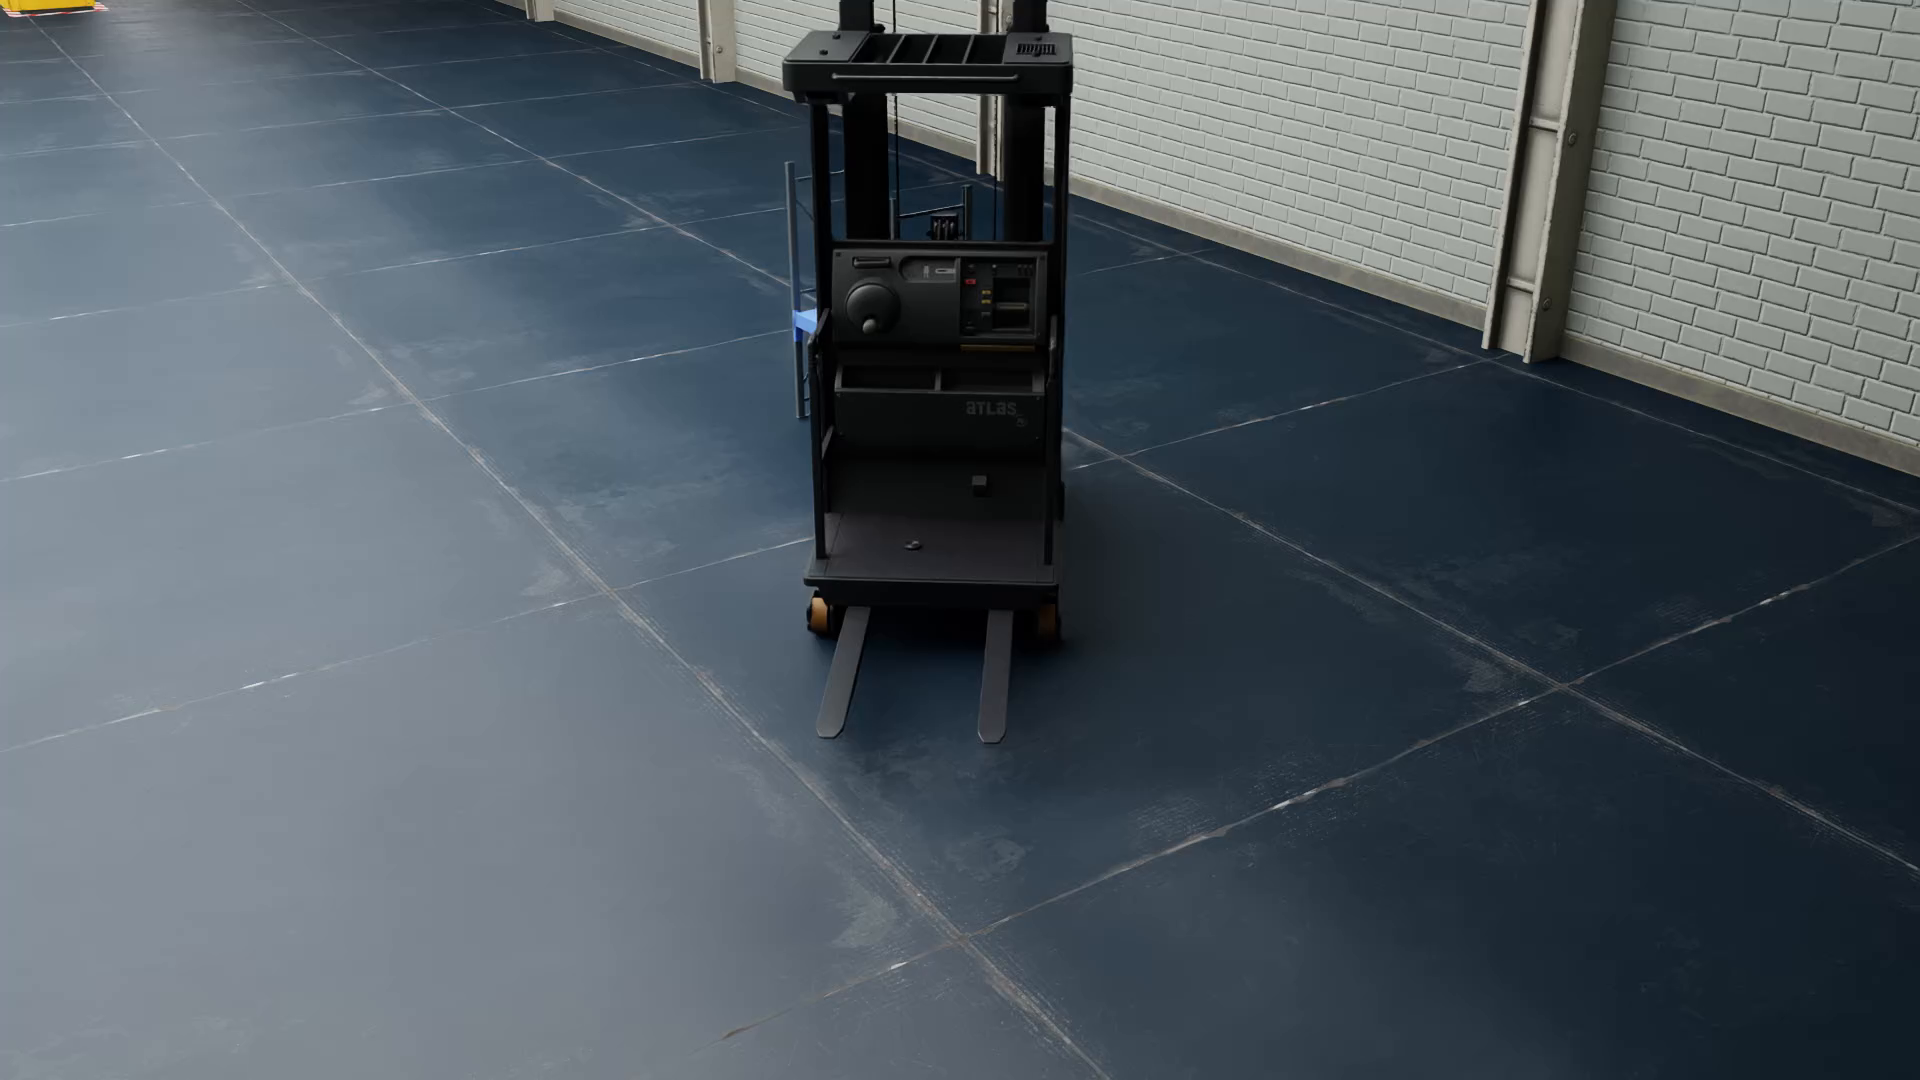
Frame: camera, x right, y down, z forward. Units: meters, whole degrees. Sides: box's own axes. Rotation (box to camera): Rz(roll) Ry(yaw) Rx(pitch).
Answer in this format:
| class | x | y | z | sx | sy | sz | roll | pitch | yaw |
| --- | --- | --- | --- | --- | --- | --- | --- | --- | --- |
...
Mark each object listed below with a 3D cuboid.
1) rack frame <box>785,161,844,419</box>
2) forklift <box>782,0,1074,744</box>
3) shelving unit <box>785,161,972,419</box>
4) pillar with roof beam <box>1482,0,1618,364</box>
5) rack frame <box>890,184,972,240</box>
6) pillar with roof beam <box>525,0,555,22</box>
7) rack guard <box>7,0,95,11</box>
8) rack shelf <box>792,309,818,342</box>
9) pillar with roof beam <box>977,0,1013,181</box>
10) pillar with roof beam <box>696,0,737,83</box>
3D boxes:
| class | x | y | z | sx | sy | sz | roll | pitch | yaw |
| --- | --- | --- | --- | --- | --- | --- | --- | --- | --- |
| rack frame | -0.752 | -1.457 | 9.579 | 0.500 | 1.500 | 0.032 | -18 | 30 | -33 |
| forklift | -0.098 | -1.028 | 6.994 | 1.130 | 2.935 | 3.031 | 1 | 25 | 3 |
| shelving unit | -0.449 | -1.283 | 9.210 | 0.538 | 1.500 | 1.048 | -18 | 30 | -33 |
| pillar with roof beam | 0.056 | -4.301 | 6.819 | 9.100 | 9.000 | 0.400 | -16 | 29 | -30 |
| rack frame | -0.145 | -1.109 | 8.841 | 0.500 | 1.500 | 0.032 | -18 | 30 | -33 |
| pillar with roof beam | -9.770 | -10.739 | 20.457 | 9.100 | 9.000 | 0.400 | -16 | 29 | -30 |
| rack guard | -14.012 | -8.455 | 25.575 | 1.175 | 0.500 | 0.348 | -16 | 29 | -30 |
| rack shelf | -0.449 | -1.120 | 9.287 | 0.538 | 0.185 | 1.000 | -18 | 30 | -33 |
| pillar with roof beam | -3.219 | -6.447 | 11.365 | 9.100 | 9.000 | 0.400 | -16 | 29 | -30 |
| pillar with roof beam | -6.494 | -8.593 | 15.911 | 9.100 | 9.000 | 0.400 | -16 | 29 | -30 |
